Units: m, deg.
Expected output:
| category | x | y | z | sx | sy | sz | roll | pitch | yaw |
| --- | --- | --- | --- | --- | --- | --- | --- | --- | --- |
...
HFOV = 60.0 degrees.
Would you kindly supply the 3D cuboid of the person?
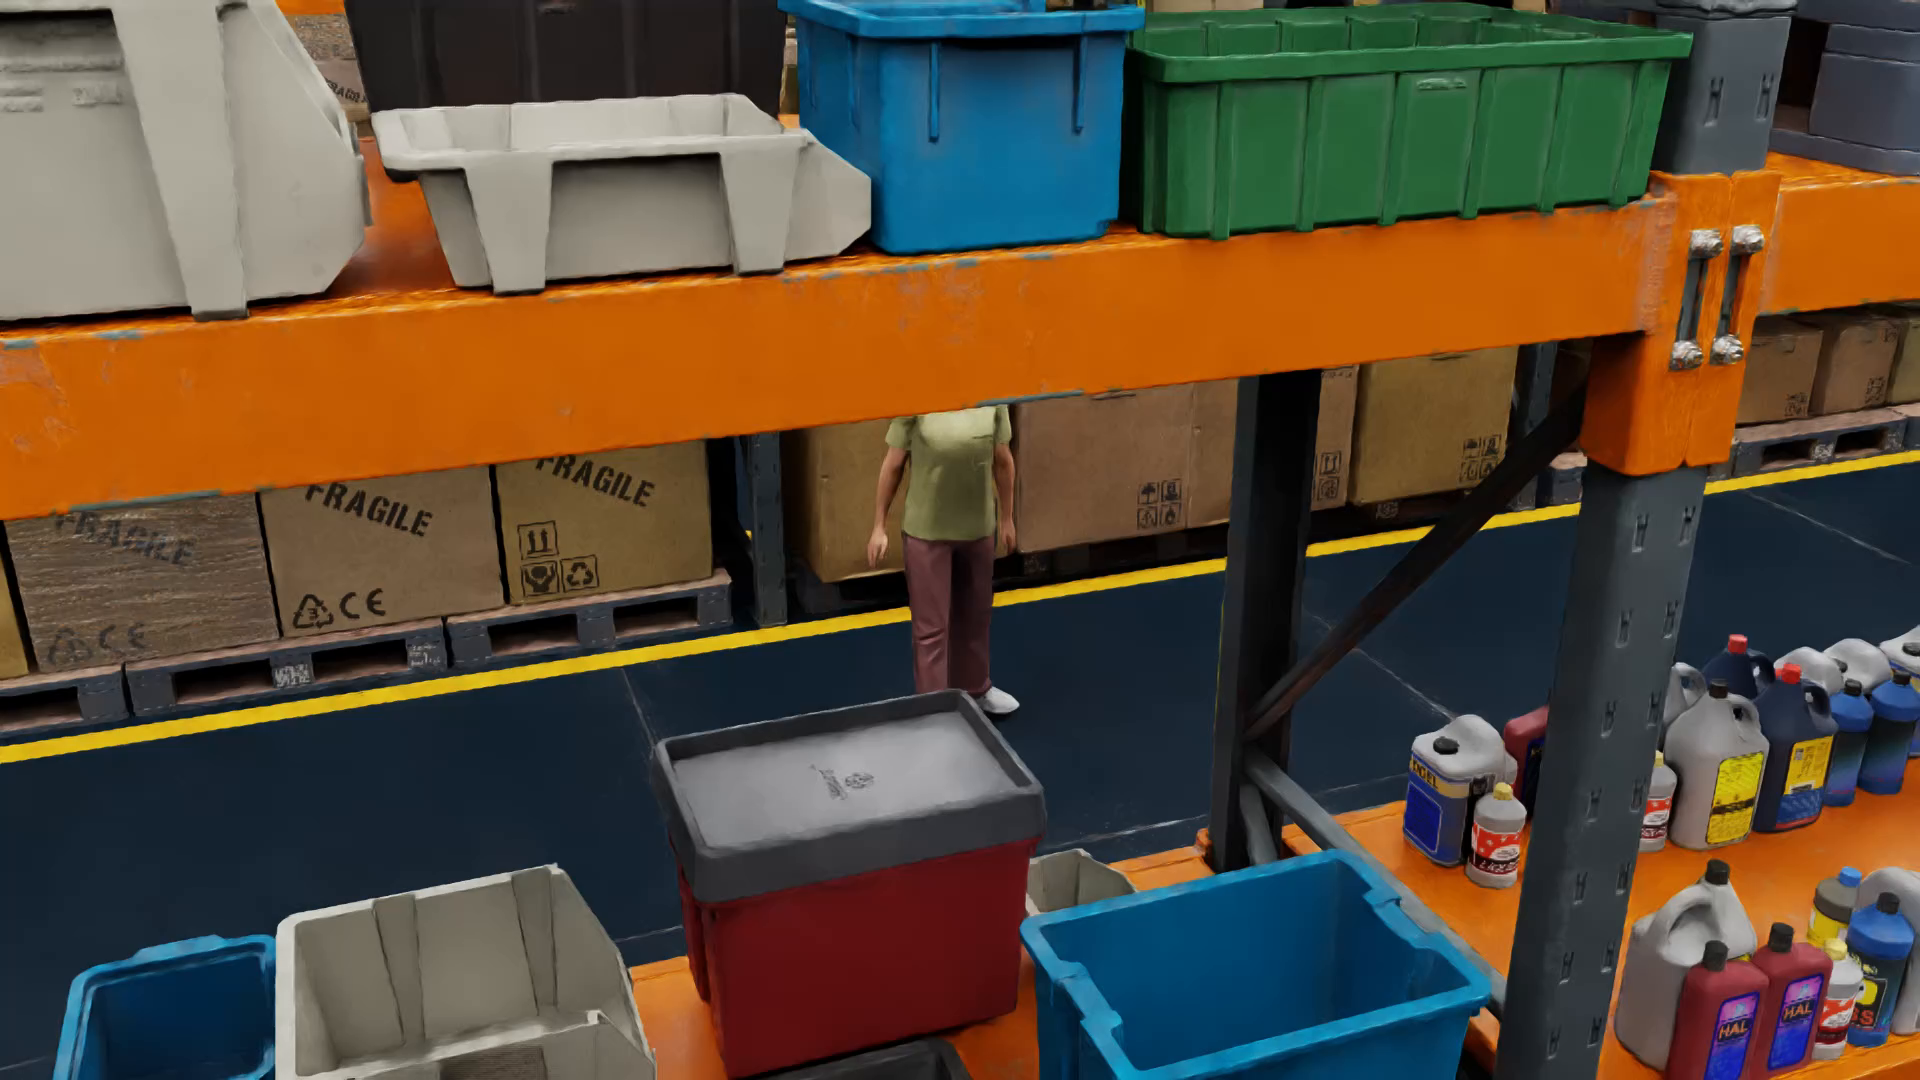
| category | x | y | z | sx | sy | sz | roll | pitch | yaw |
| --- | --- | --- | --- | --- | --- | --- | --- | --- | --- |
| person | -0.034 | -0.022 | 6.115 | 0.620 | 1.667 | 0.577 | -8 | 24 | -19 |
